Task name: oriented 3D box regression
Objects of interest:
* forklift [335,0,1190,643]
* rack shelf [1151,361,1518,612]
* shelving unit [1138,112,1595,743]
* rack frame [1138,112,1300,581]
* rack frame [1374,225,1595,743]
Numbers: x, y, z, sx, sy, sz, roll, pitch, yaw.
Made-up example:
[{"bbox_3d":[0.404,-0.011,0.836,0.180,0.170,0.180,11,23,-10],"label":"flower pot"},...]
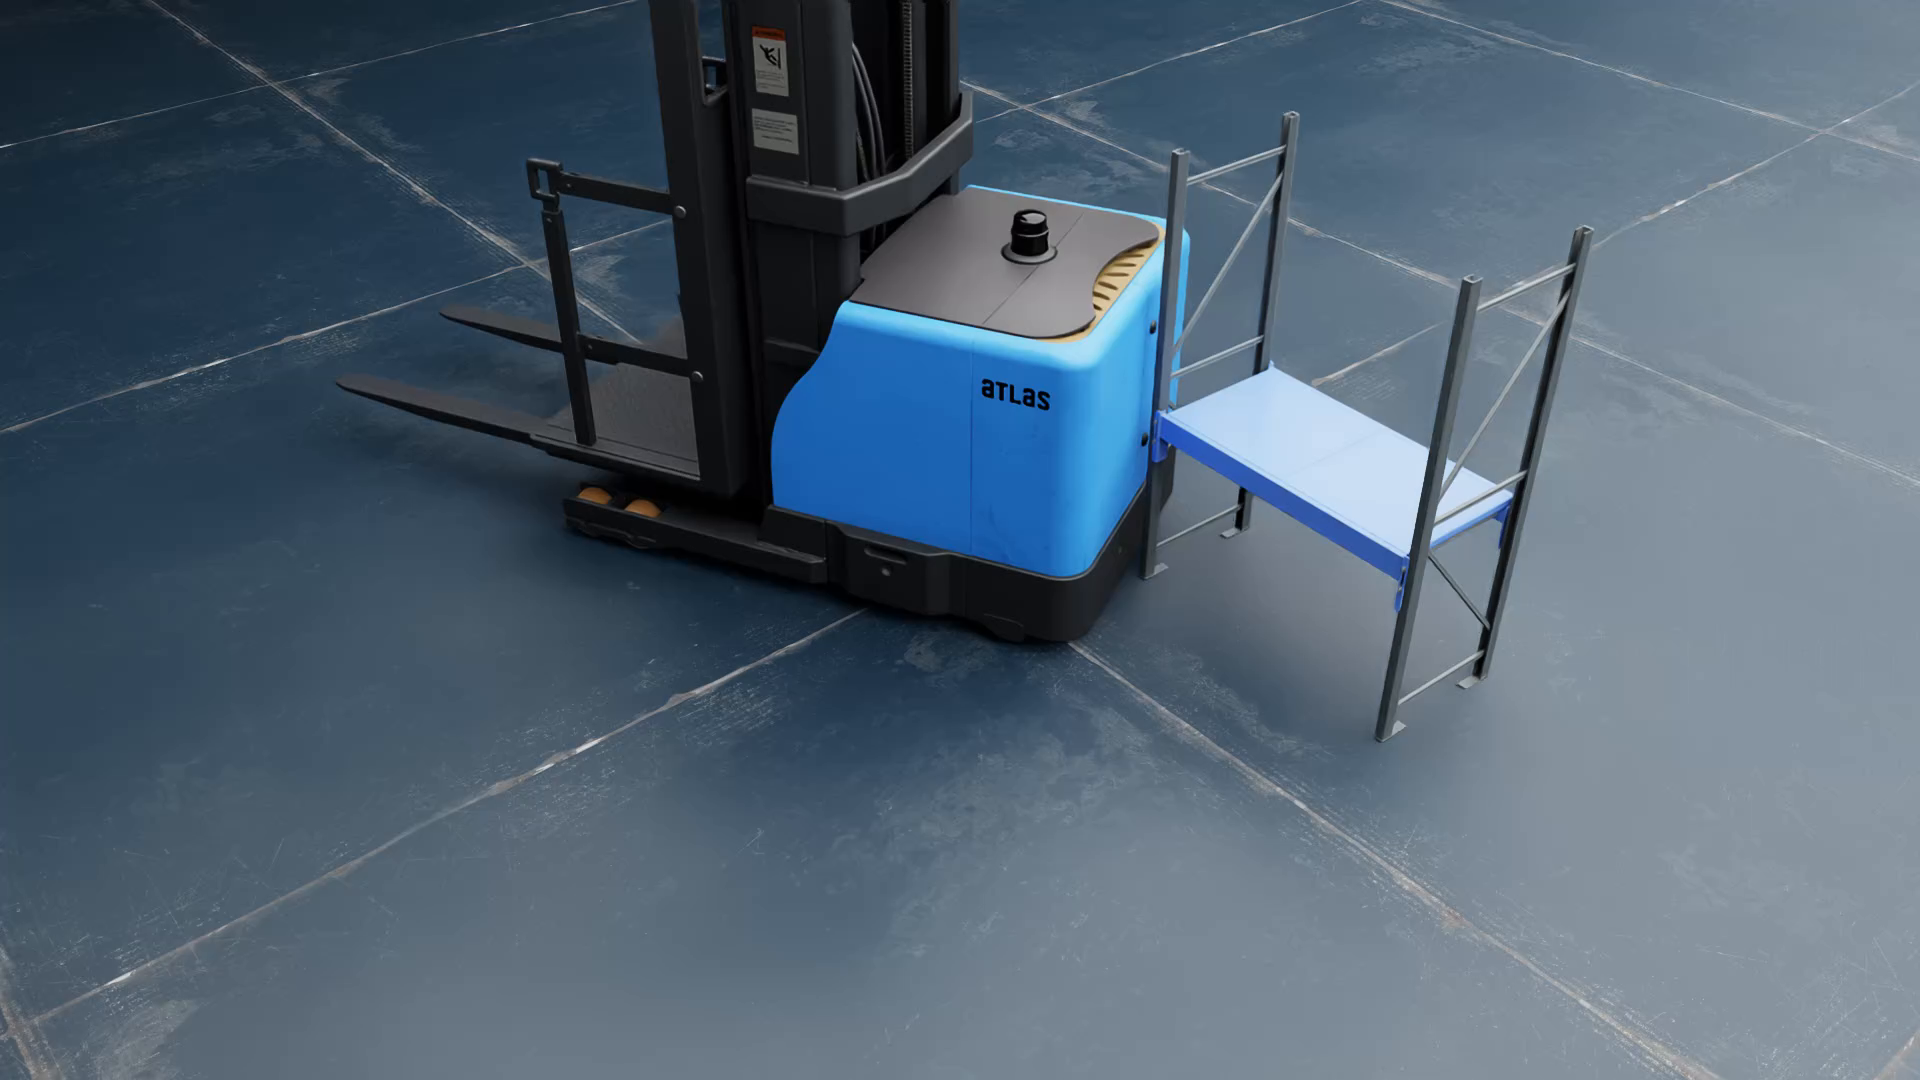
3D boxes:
[{"bbox_3d":[-0.812,-1.429,5.232,3.031,2.935,1.130,14,38,19],"label":"forklift"},{"bbox_3d":[1.118,-0.192,5.035,0.538,0.185,1.000,-24,42,-30],"label":"rack shelf"},{"bbox_3d":[1.118,-0.339,4.931,0.538,1.500,1.048,-24,42,-30],"label":"shelving unit"},{"bbox_3d":[0.805,-0.571,5.258,0.500,1.500,0.032,-24,42,-30],"label":"rack frame"},{"bbox_3d":[1.431,-0.108,4.604,0.500,1.500,0.032,-24,42,-30],"label":"rack frame"}]
